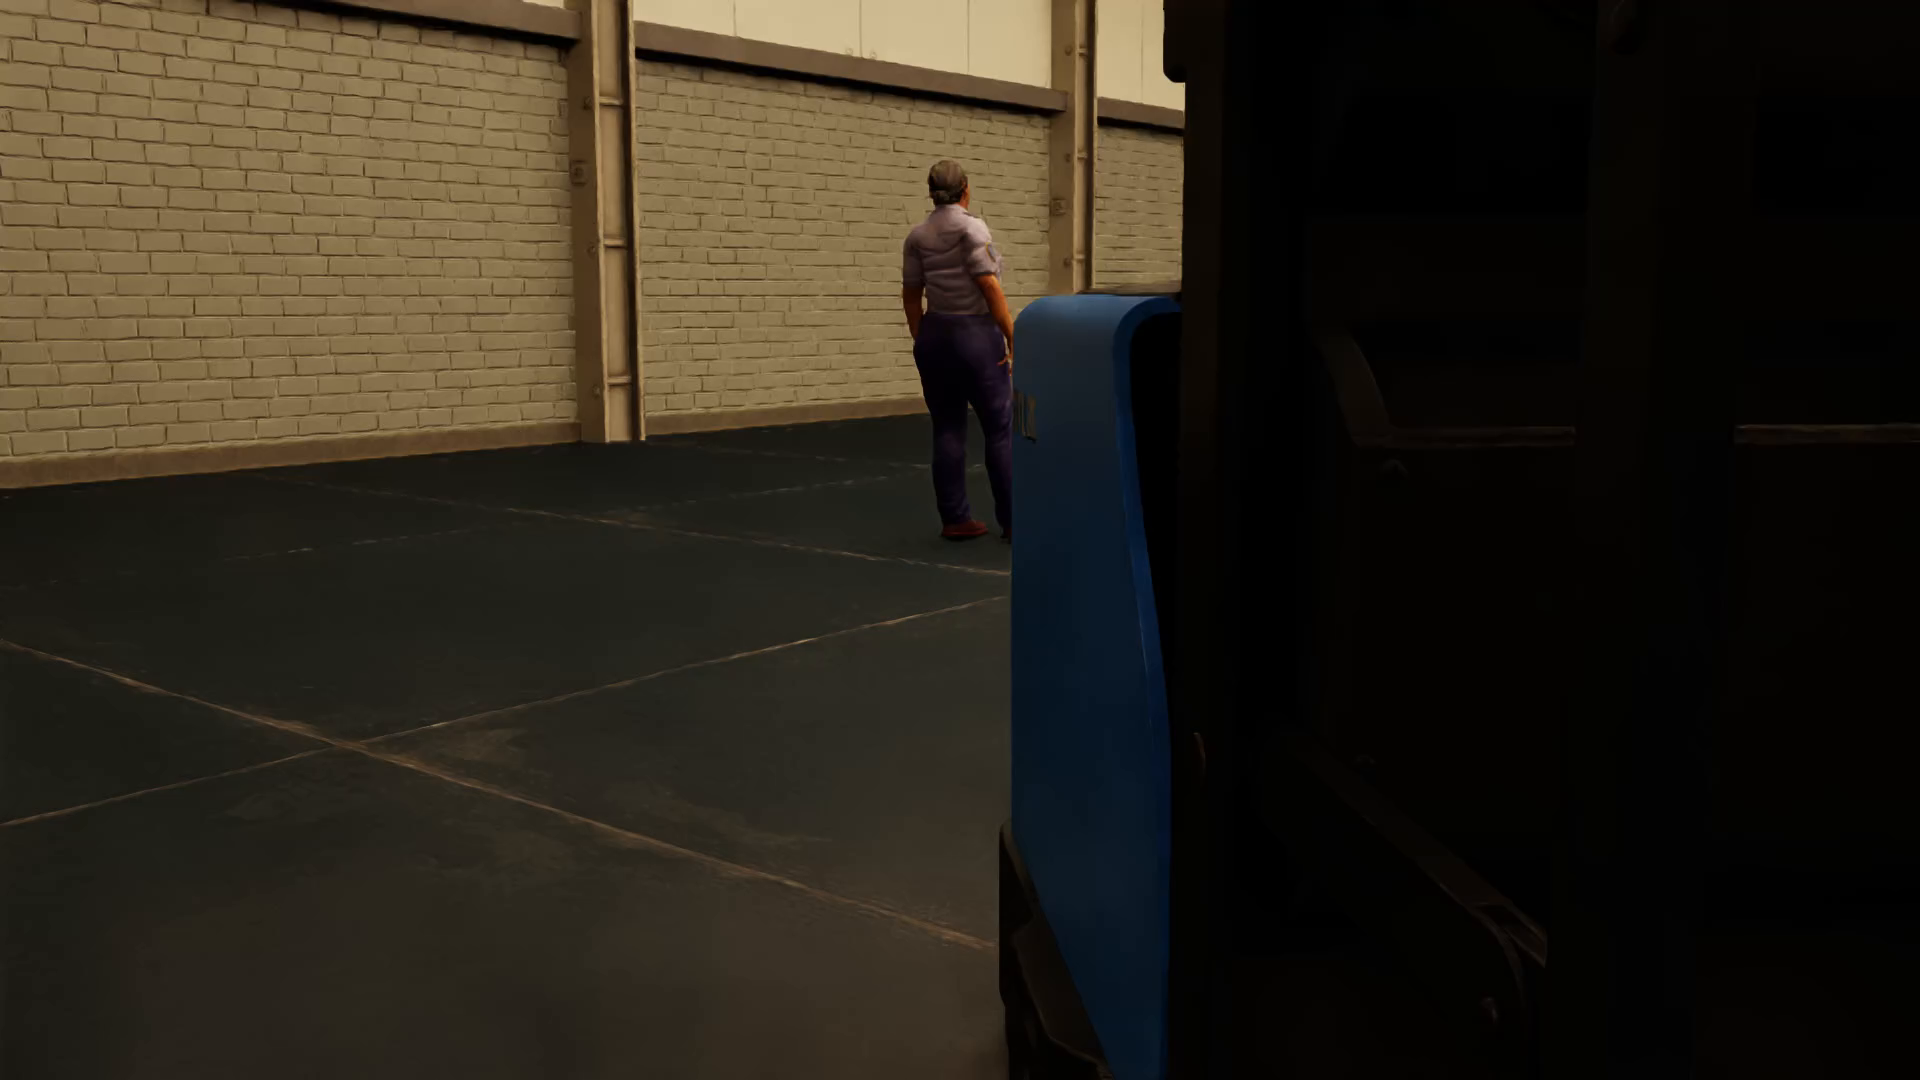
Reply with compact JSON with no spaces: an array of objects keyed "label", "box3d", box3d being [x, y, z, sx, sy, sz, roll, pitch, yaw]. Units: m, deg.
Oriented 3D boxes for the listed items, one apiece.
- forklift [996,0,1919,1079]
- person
[{"label":"forklift","box3d":[0.726,-0.531,0.913,1.130,2.935,3.031,-1,8,-6]},{"label":"person","box3d":[0.074,-0.830,7.340,0.599,1.650,0.502,7,11,38]}]
